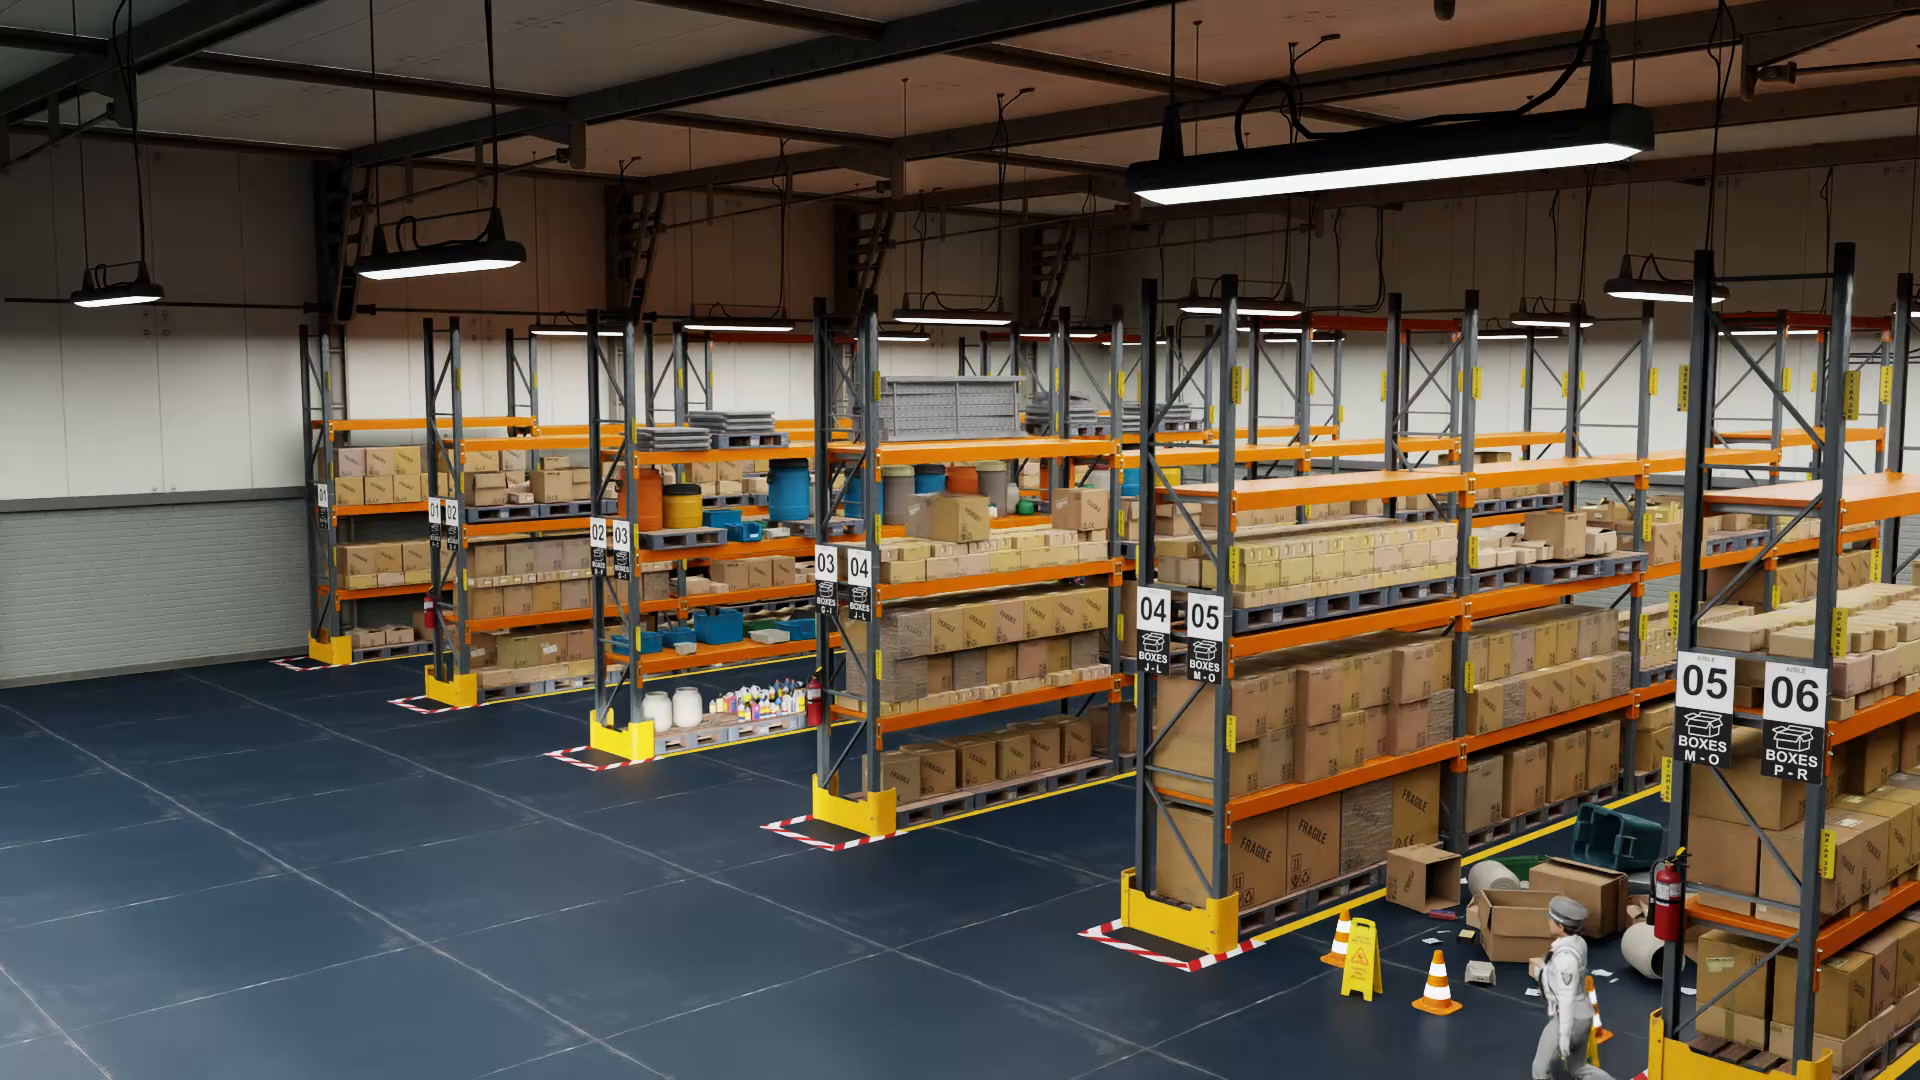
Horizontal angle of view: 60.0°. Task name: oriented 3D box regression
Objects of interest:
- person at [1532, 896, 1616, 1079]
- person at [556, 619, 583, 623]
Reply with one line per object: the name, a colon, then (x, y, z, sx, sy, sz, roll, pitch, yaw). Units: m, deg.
person: (4.165, 3.214, 11.149, 0.868, 1.639, 0.490, 3, 6, 25)
person: (-7.250, 1.167, 30.913, 0.630, 1.721, 1.136, 2, 6, 22)
